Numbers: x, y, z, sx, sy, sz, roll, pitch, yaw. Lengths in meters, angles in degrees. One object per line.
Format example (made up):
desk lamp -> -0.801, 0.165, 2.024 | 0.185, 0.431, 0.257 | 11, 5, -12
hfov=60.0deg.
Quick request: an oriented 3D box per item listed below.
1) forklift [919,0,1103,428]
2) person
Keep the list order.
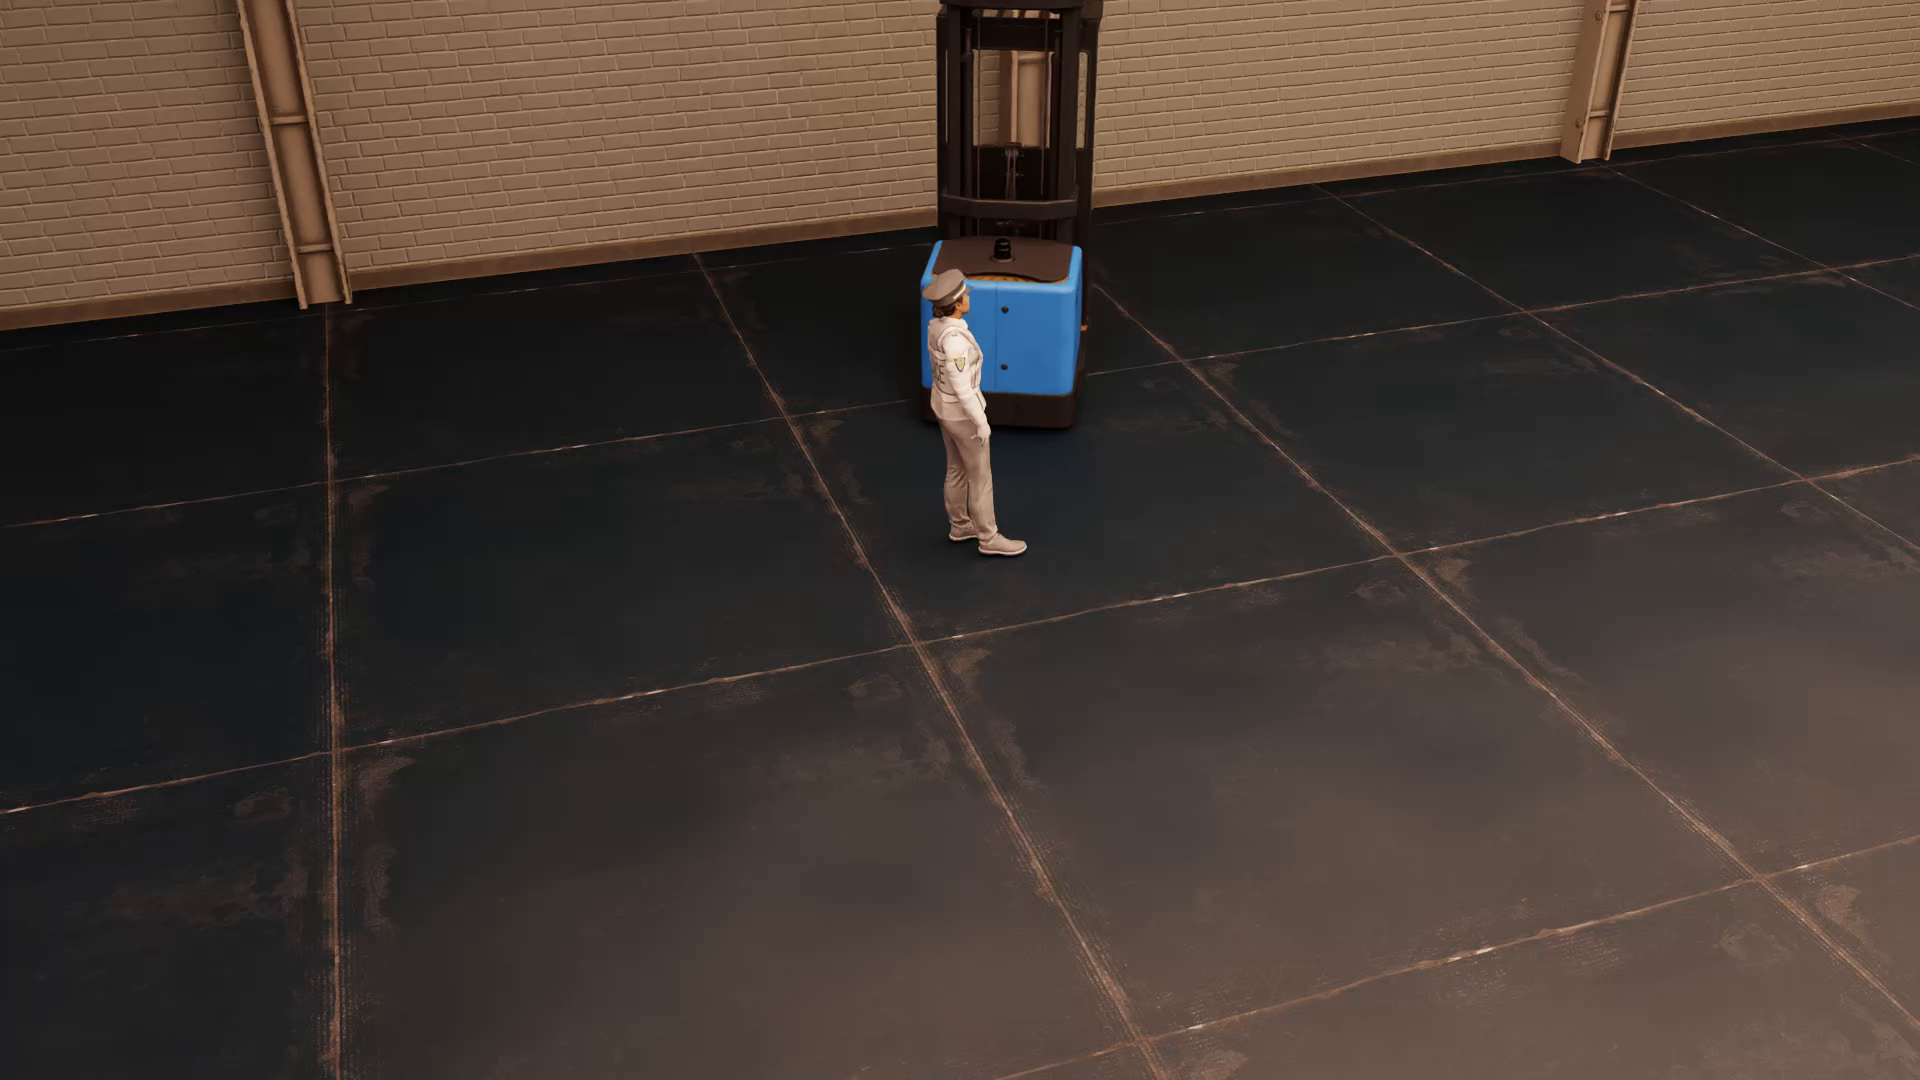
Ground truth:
forklift -> 0.414, -2.734, 11.840 | 1.130, 2.935, 3.031 | 3, 30, 6
person -> 0.065, -0.748, 9.613 | 0.533, 1.696, 0.588 | -10, 31, -16
